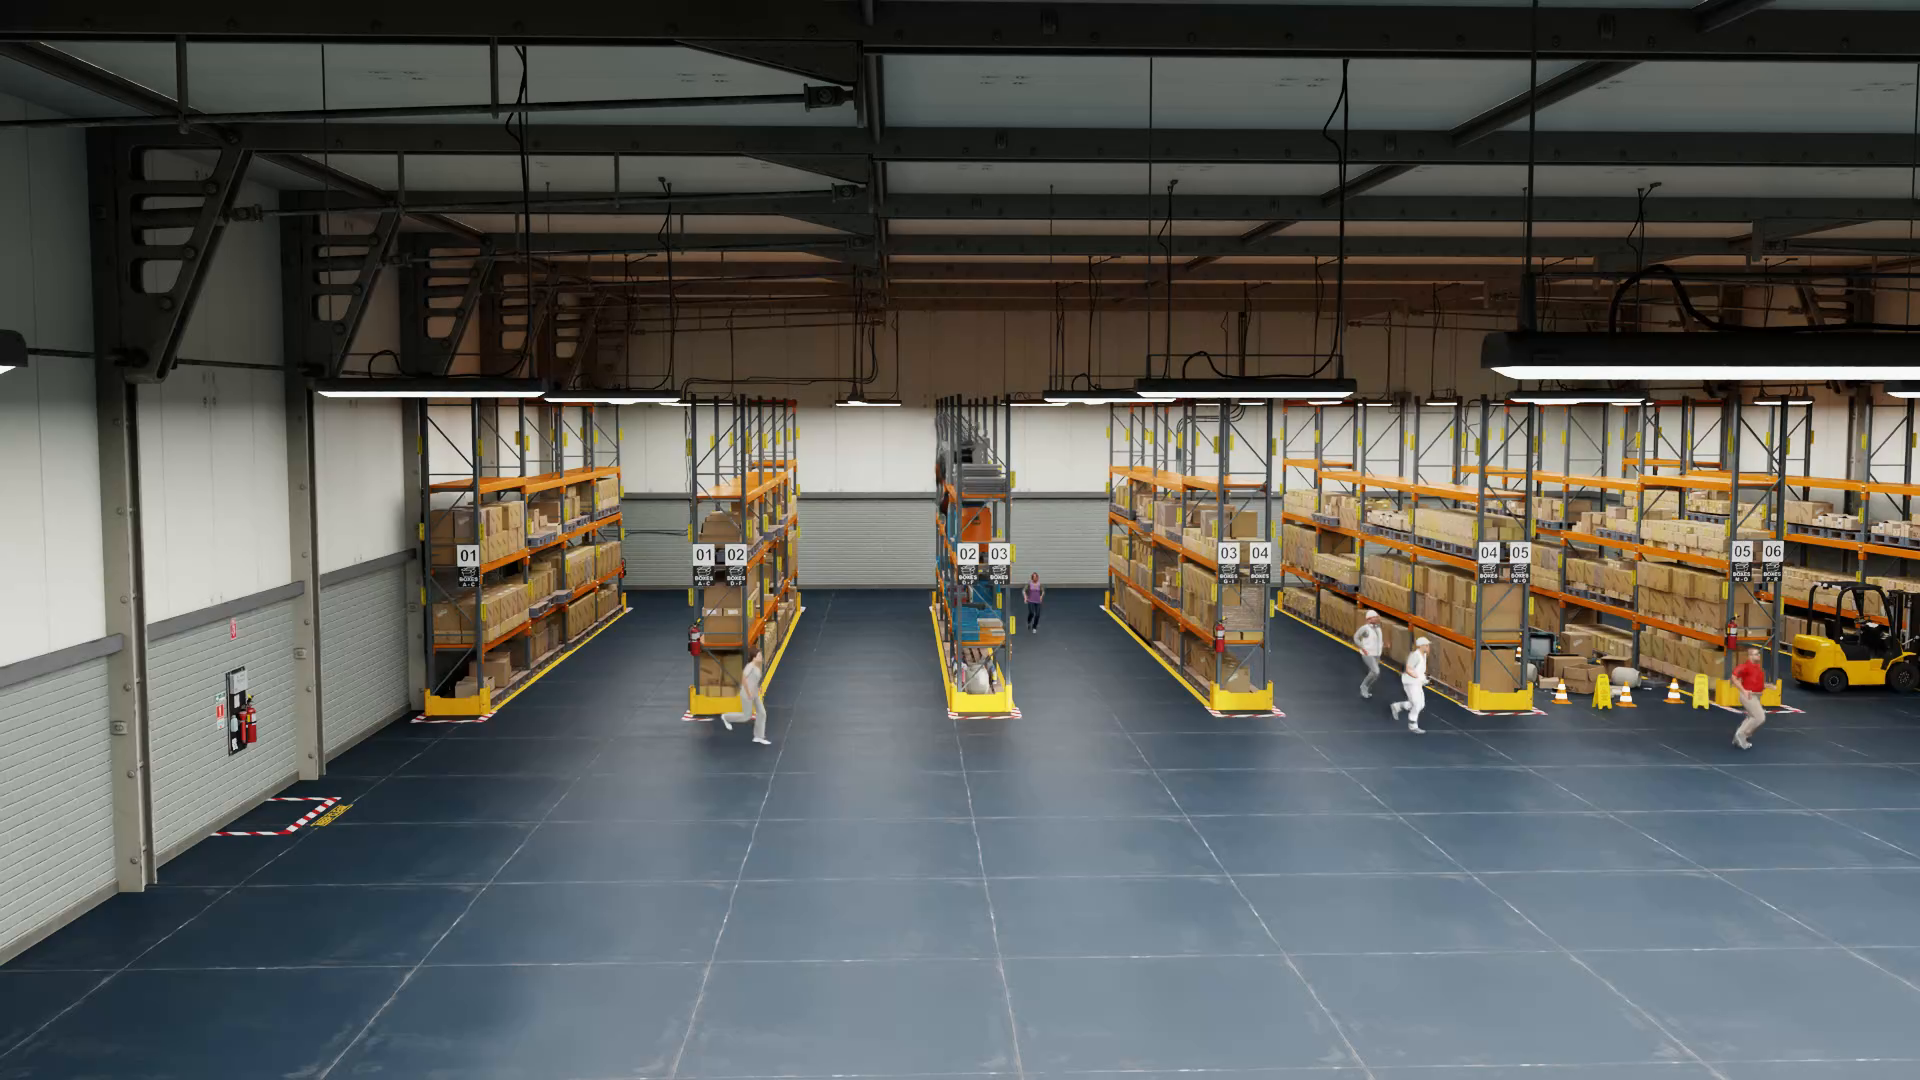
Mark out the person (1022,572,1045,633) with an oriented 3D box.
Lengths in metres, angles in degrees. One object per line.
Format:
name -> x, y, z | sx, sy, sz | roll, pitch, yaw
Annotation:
person -> 1.900, 1.609, 42.453 | 0.568, 1.564, 0.570 | -1, 5, -8

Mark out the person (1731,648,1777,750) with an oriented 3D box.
person -> 13.345, 2.677, 27.955 | 0.633, 1.714, 0.662 | -4, 6, -43

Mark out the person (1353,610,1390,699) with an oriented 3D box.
person -> 8.152, 2.262, 32.832 | 0.633, 1.747, 0.661 | -3, 6, -36

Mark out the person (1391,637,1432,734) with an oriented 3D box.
person -> 7.973, 2.554, 29.411 | 0.767, 1.727, 0.646 | 4, 6, 41

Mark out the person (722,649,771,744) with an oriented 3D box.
person -> -3.669, 2.686, 28.575 | 0.887, 1.652, 0.569 | 1, 5, 16
